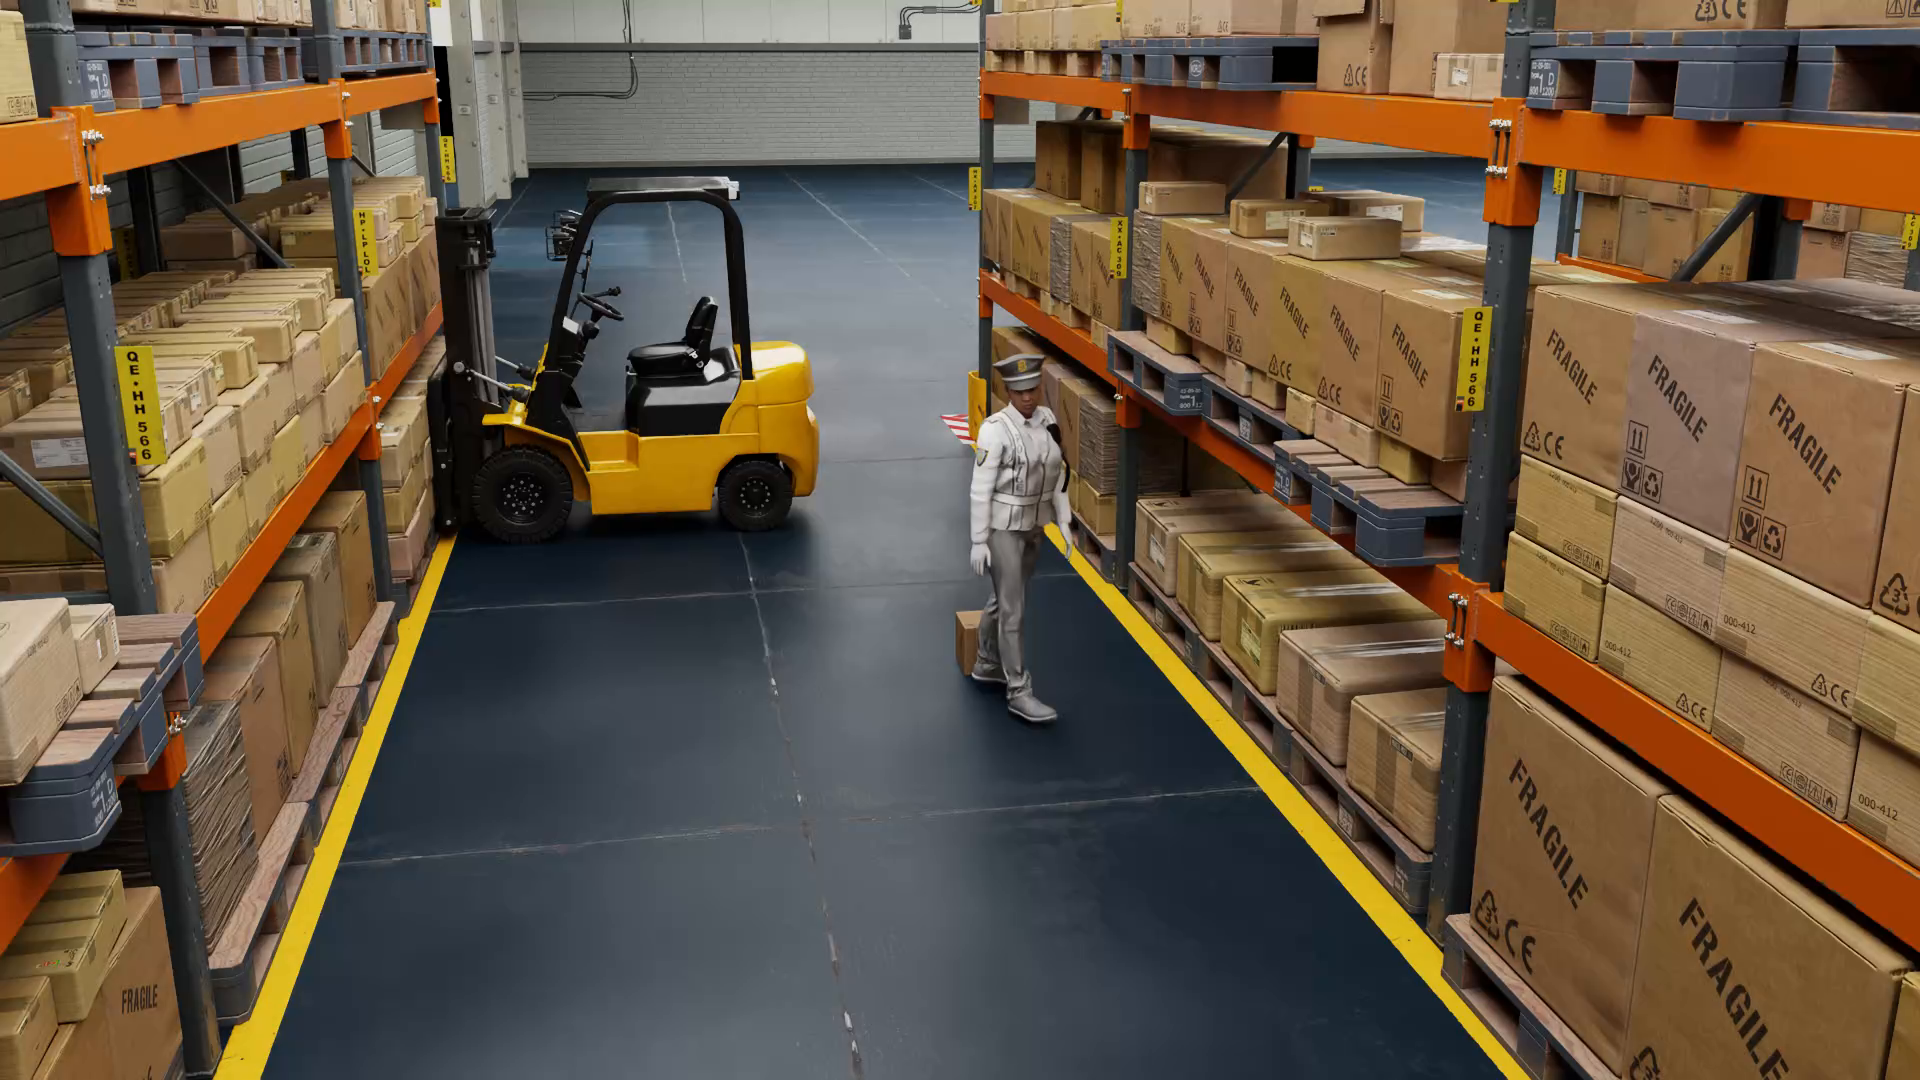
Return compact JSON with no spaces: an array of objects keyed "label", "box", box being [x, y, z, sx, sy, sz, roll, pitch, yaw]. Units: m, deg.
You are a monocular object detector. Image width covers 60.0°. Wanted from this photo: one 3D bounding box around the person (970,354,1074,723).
[{"label":"person","box":[0.269,-0.036,7.583,0.640,1.649,0.530,13,21,38]}]
